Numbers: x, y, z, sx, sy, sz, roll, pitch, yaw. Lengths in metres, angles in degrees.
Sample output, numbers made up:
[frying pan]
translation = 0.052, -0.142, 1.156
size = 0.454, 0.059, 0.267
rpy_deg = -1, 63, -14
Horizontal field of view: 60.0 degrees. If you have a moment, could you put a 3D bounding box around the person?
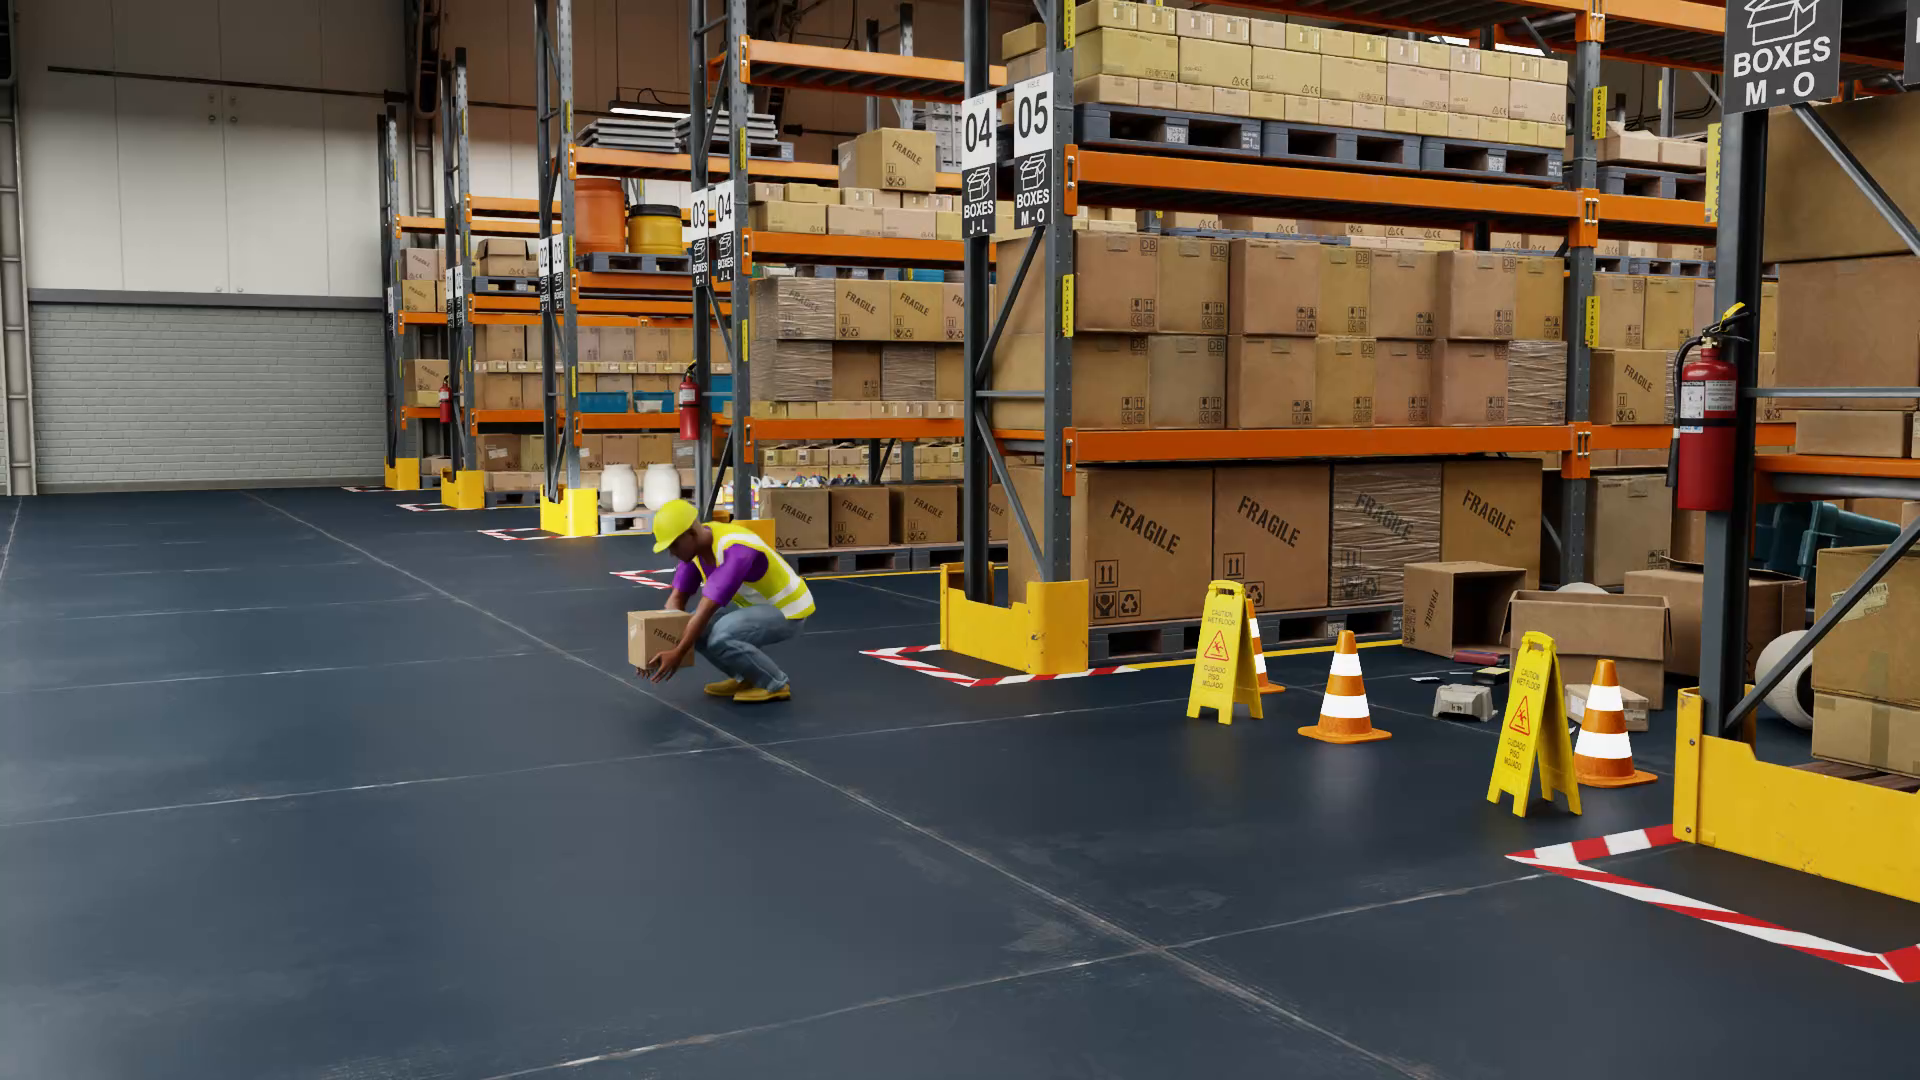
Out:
[person]
translation = -1.115, 0.293, 8.175
size = 0.823, 1.011, 0.553
rpy_deg = -3, 6, -30
